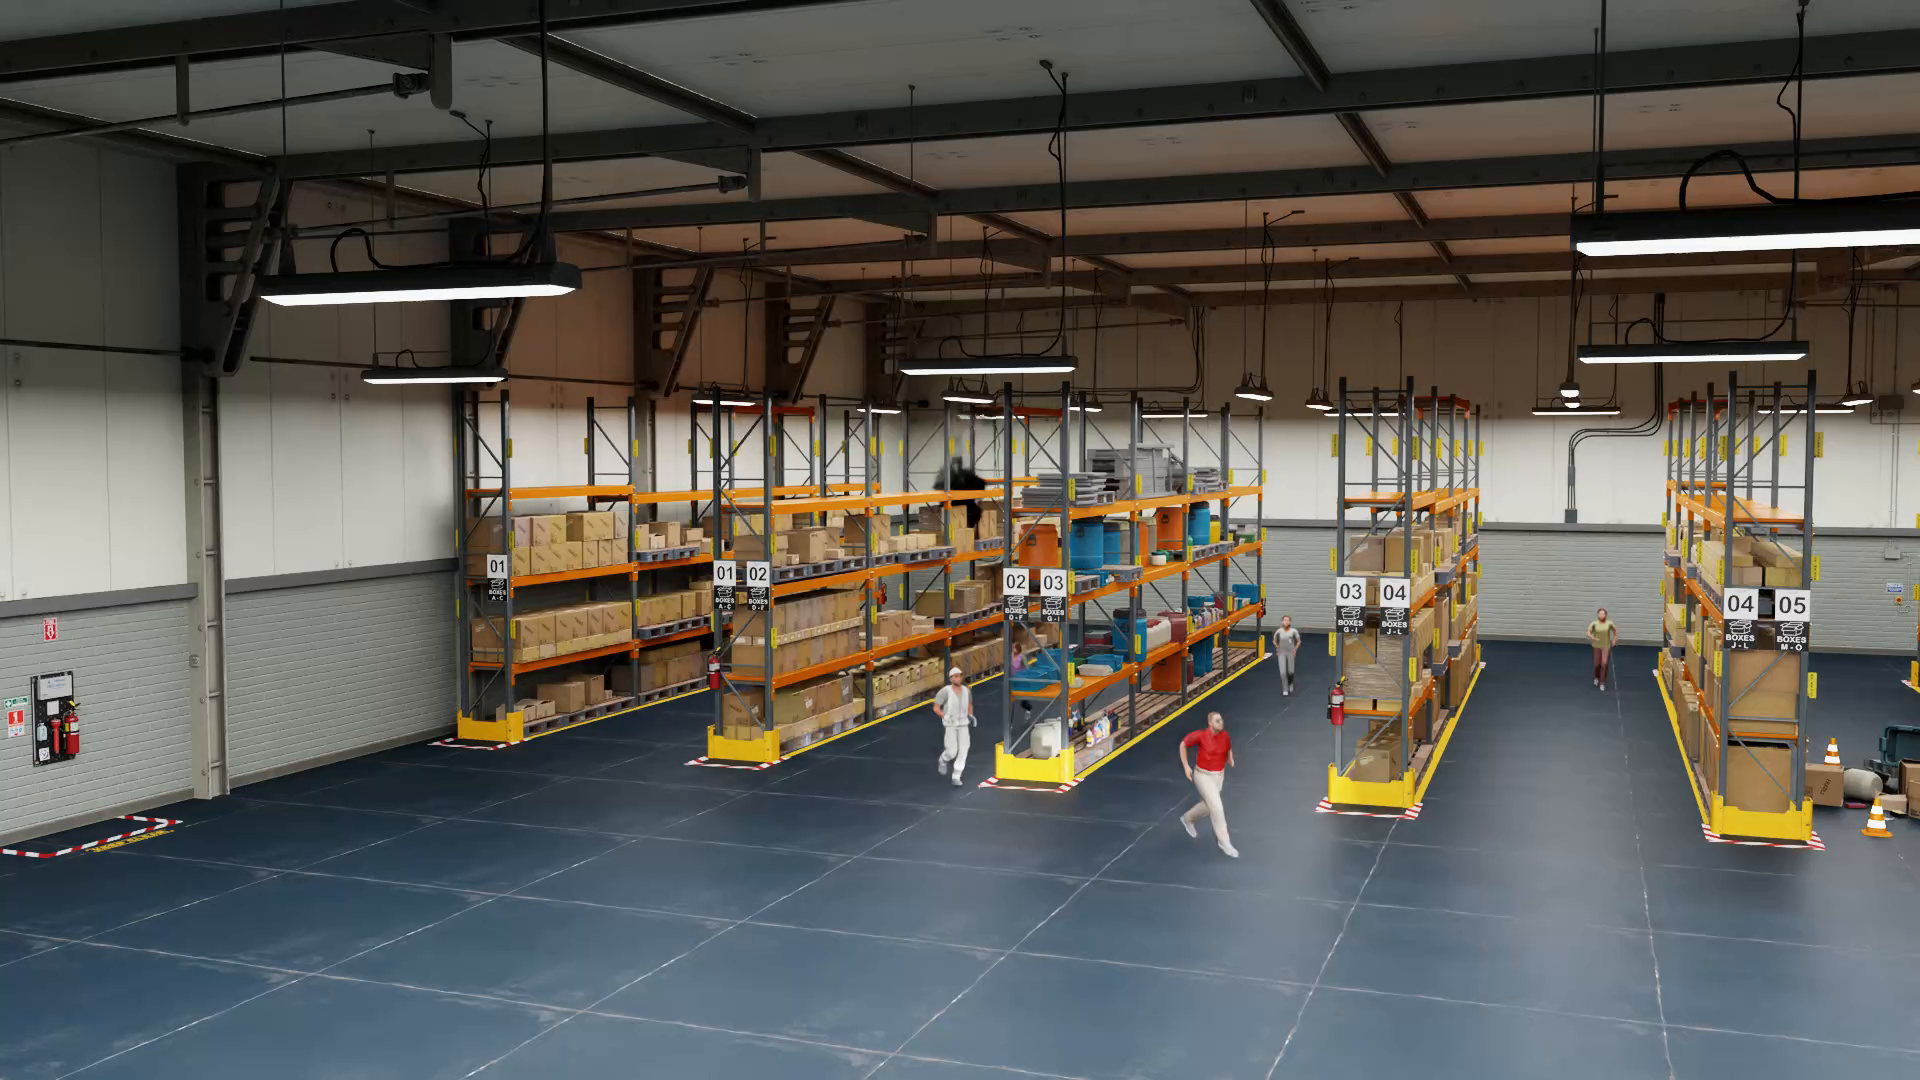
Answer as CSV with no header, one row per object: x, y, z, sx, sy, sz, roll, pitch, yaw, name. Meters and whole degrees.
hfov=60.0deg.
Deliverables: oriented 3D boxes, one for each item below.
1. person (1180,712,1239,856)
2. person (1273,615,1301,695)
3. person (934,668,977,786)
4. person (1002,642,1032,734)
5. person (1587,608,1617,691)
3.107,3.002,20.796,0.686,1.753,1.026,-2,4,-35,person
6.601,2.343,33.642,0.560,1.602,0.577,1,3,14,person
-0.076,2.765,24.764,0.646,1.743,0.632,-1,3,-25,person
1.031,2.595,29.488,0.507,1.593,1.033,1,3,23,person
13.368,2.262,34.644,0.595,1.690,0.846,1,3,21,person
